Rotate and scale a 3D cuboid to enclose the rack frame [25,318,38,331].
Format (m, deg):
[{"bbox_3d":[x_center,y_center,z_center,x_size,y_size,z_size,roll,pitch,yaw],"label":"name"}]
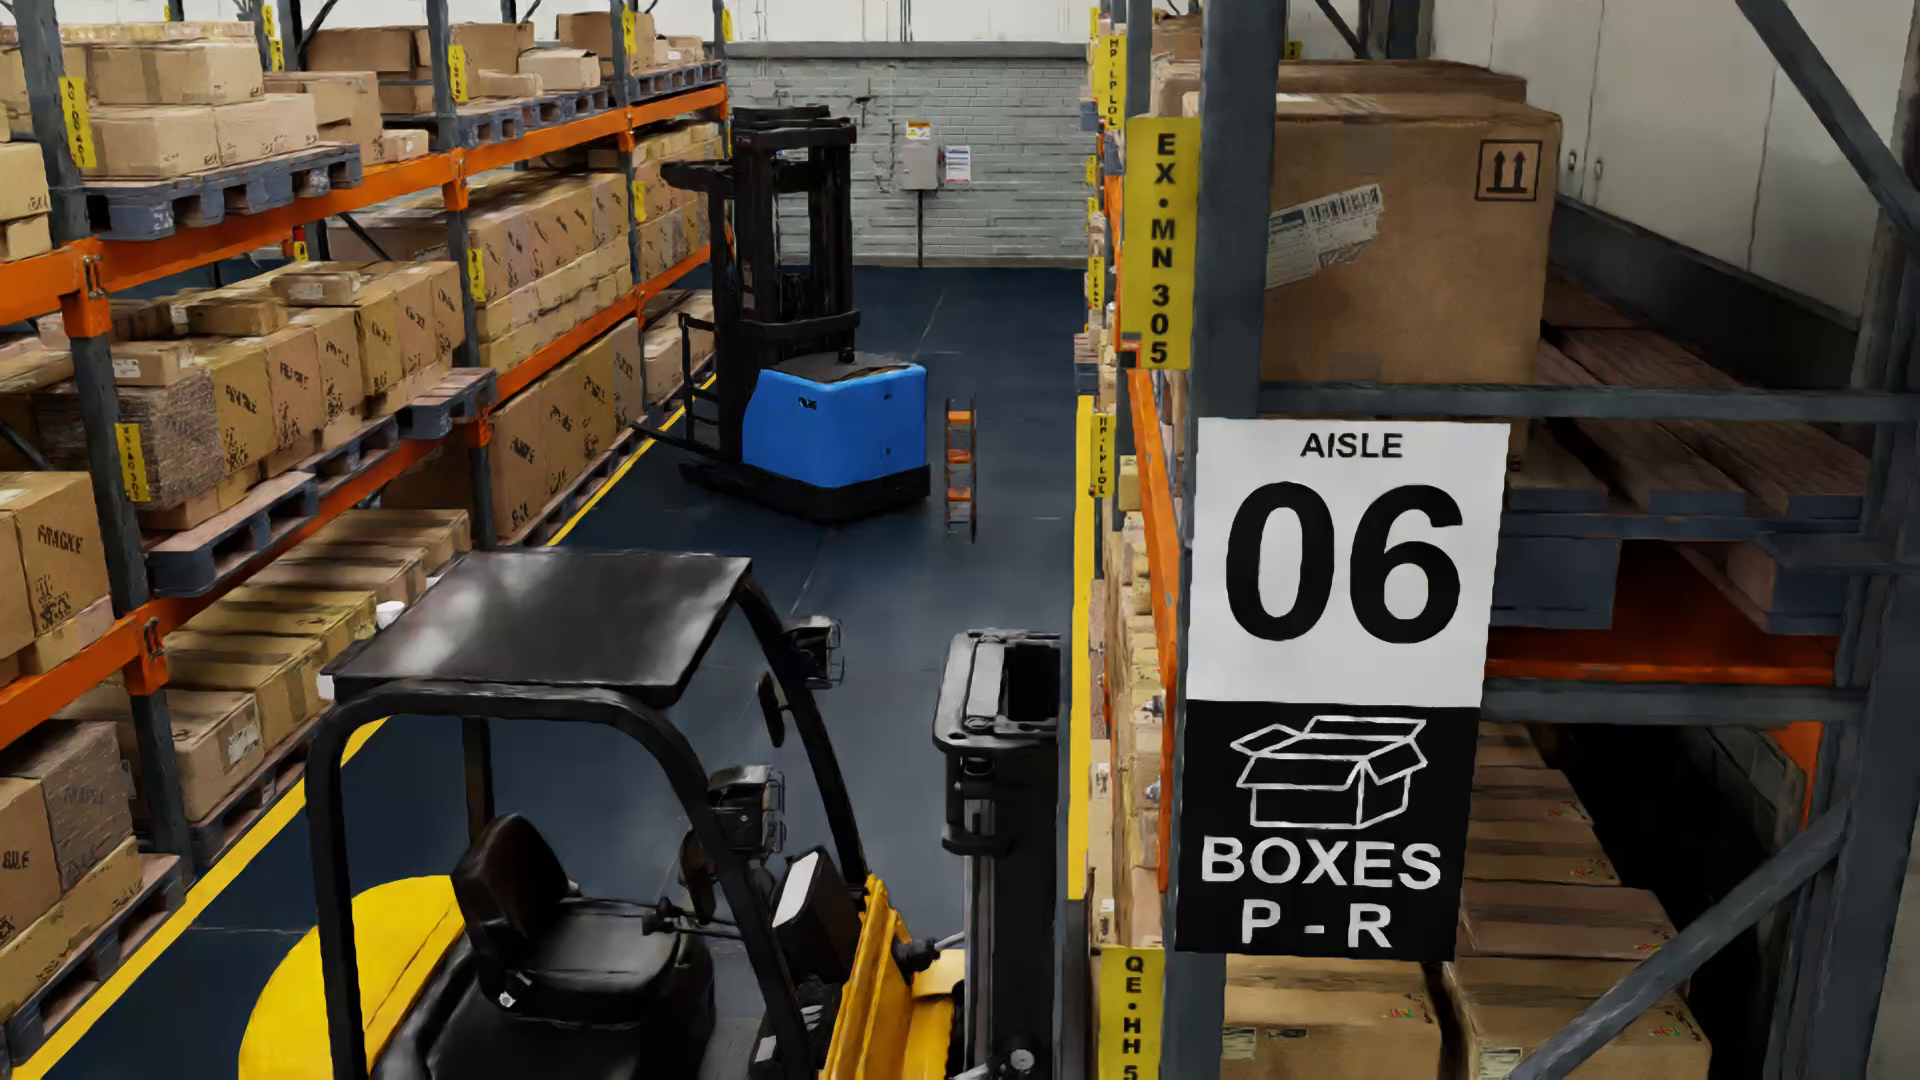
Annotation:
[{"bbox_3d":[-8.233,-2.473,14.652,1.000,3.000,0.127,1,18,4],"label":"rack frame"}]

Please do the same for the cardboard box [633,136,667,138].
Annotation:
[{"bbox_3d":[-2.965,-3.715,15.634,0.380,0.149,0.250,1,18,4],"label":"cardboard box"}]

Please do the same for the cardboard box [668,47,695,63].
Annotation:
[{"bbox_3d":[-2.894,-4.915,16.858,0.380,0.149,0.250,0,18,0],"label":"cardboard box"}]

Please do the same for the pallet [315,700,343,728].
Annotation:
[{"bbox_3d":[-3.723,0.794,9.160,1.003,0.211,1.213,1,18,4],"label":"pallet"}]

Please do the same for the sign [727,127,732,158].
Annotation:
[{"bbox_3d":[-2.461,-4.282,17.935,0.100,0.325,0.005,1,18,4],"label":"sign"}]

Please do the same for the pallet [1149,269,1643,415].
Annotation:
[{"bbox_3d":[0.964,-0.539,4.077,1.003,0.211,1.213,1,18,4],"label":"pallet"}]

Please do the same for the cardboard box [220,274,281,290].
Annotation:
[{"bbox_3d":[-3.869,-1.243,9.587,0.500,0.500,0.500,2,18,7],"label":"cardboard box"}]

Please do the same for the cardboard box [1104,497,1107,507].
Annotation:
[{"bbox_3d":[0.899,-0.284,7.410,0.500,0.250,0.500,1,18,2],"label":"cardboard box"}]

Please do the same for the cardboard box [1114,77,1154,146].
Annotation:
[{"bbox_3d":[0.953,-1.898,7.390,0.500,0.311,0.500,1,18,2],"label":"cardboard box"}]

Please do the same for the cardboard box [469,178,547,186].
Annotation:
[{"bbox_3d":[-3.616,-2.627,13.358,0.500,0.500,0.500,1,18,4],"label":"cardboard box"}]

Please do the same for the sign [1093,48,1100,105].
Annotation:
[{"bbox_3d":[0.835,-2.726,9.776,0.100,0.325,0.005,1,18,4],"label":"sign"}]

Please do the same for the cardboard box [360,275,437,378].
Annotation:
[{"bbox_3d":[-3.357,-1.232,9.552,0.500,0.500,0.500,1,18,3],"label":"cardboard box"}]

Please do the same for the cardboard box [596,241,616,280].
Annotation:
[{"bbox_3d":[-3.106,-2.262,13.448,0.500,0.250,0.500,2,18,5],"label":"cardboard box"}]

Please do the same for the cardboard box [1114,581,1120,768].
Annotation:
[{"bbox_3d":[0.776,0.447,5.580,0.500,0.500,0.500,2,18,5],"label":"cardboard box"}]

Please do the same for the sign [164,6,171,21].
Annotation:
[{"bbox_3d":[-8.488,-5.568,17.877,0.100,0.325,0.005,1,18,4],"label":"sign"}]

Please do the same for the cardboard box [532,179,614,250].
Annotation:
[{"bbox_3d":[-3.100,-2.611,13.308,0.500,0.500,0.500,2,18,5],"label":"cardboard box"}]

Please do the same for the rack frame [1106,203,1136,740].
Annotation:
[{"bbox_3d":[1.089,0.201,6.494,1.000,3.000,0.127,1,18,4],"label":"rack frame"}]

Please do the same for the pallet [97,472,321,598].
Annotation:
[{"bbox_3d":[-3.662,-0.052,7.573,1.003,0.211,1.213,1,18,4],"label":"pallet"}]

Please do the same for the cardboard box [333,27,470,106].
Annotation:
[{"bbox_3d":[-3.694,-3.136,11.023,0.700,0.500,0.500,0,18,1],"label":"cardboard box"}]

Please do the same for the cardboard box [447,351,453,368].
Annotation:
[{"bbox_3d":[-3.364,-1.124,10.267,0.380,0.149,0.250,2,18,6],"label":"cardboard box"}]

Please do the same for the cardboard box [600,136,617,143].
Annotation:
[{"bbox_3d":[-3.429,-3.723,15.660,0.380,0.149,0.250,1,18,3],"label":"cardboard box"}]

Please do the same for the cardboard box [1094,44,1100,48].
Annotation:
[{"bbox_3d":[1.203,-3.653,12.527,0.380,0.149,0.250,1,18,3],"label":"cardboard box"}]

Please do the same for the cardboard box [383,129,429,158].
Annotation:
[{"bbox_3d":[-3.388,-2.355,9.879,0.380,0.149,0.250,1,18,4],"label":"cardboard box"}]

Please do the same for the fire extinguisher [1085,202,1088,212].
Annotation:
[{"bbox_3d":[1.499,-3.368,18.109,0.296,0.674,0.183,1,18,4],"label":"fire extinguisher"}]

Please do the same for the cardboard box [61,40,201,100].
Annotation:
[{"bbox_3d":[-3.896,-2.201,7.768,0.500,0.250,0.500,2,18,5],"label":"cardboard box"}]

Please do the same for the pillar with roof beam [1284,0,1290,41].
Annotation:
[{"bbox_3d":[-1.682,-5.427,14.034,9.100,9.000,0.400,1,18,4],"label":"pillar with roof beam"}]

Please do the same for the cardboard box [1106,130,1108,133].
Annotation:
[{"bbox_3d":[1.171,-2.561,10.344,0.500,0.250,0.500,1,18,2],"label":"cardboard box"}]

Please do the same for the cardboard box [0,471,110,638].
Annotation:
[{"bbox_3d":[-3.646,0.046,6.328,0.500,0.500,0.500,1,18,3],"label":"cardboard box"}]

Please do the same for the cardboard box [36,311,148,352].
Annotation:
[{"bbox_3d":[-4.018,-0.968,7.707,0.380,0.149,0.250,1,18,2],"label":"cardboard box"}]

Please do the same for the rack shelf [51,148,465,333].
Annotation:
[{"bbox_3d":[-3.719,-1.614,8.369,1.077,0.370,4.000,1,18,4],"label":"rack shelf"}]

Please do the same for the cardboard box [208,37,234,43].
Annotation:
[{"bbox_3d":[-7.761,-4.999,16.983,0.500,0.250,0.500,1,18,2],"label":"cardboard box"}]

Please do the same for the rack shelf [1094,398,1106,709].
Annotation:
[{"bbox_3d":[1.233,-0.079,8.501,1.077,0.370,4.000,1,18,4],"label":"rack shelf"}]

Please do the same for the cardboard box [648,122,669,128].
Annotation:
[{"bbox_3d":[-3.251,-4.280,17.359,0.380,0.149,0.250,2,18,5],"label":"cardboard box"}]

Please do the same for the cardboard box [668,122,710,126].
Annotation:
[{"bbox_3d":[-2.822,-4.272,17.334,0.380,0.149,0.250,2,18,5],"label":"cardboard box"}]

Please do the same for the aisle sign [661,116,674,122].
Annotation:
[{"bbox_3d":[-3.286,-4.900,17.885,0.394,0.787,0.004,1,18,4],"label":"aisle sign"}]

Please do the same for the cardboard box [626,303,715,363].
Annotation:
[{"bbox_3d":[-3.007,-2.126,17.035,0.875,0.438,0.875,2,18,5],"label":"cardboard box"}]

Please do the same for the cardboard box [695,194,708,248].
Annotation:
[{"bbox_3d":[-2.850,-3.212,16.749,0.500,0.500,0.500,2,18,6],"label":"cardboard box"}]

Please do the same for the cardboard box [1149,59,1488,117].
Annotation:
[{"bbox_3d":[0.844,-0.918,4.090,0.797,0.503,0.637,2,18,6],"label":"cardboard box"}]

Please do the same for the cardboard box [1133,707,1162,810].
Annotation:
[{"bbox_3d":[0.596,0.512,3.864,0.380,0.149,0.250,2,18,5],"label":"cardboard box"}]

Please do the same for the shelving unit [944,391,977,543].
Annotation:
[{"bbox_3d":[0.004,-0.516,11.810,0.215,1.050,0.252,1,18,4],"label":"shelving unit"}]

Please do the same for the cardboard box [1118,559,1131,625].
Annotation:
[{"bbox_3d":[0.704,0.175,5.370,0.380,0.149,0.250,2,18,5],"label":"cardboard box"}]

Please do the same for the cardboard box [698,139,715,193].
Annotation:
[{"bbox_3d":[-2.807,-3.841,17.060,0.500,0.500,0.500,1,18,4],"label":"cardboard box"}]

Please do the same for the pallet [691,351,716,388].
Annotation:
[{"bbox_3d":[-3.071,-1.683,16.720,1.003,0.211,1.213,1,18,4],"label":"pallet"}]

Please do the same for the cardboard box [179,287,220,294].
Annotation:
[{"bbox_3d":[-8.323,-2.687,18.256,0.380,0.149,0.250,0,18,1],"label":"cardboard box"}]

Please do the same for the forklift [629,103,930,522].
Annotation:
[{"bbox_3d":[-1.604,-1.909,13.043,1.130,2.935,3.031,-16,24,-40],"label":"forklift"}]

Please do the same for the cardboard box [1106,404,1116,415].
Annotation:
[{"bbox_3d":[0.849,-0.506,7.448,0.380,0.149,0.250,1,18,2],"label":"cardboard box"}]

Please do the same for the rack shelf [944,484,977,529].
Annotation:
[{"bbox_3d":[0.004,-0.241,11.900,0.215,0.259,0.240,1,18,4],"label":"rack shelf"}]

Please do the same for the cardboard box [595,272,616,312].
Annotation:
[{"bbox_3d":[-3.107,-2.019,13.509,0.500,0.250,0.500,1,18,3],"label":"cardboard box"}]

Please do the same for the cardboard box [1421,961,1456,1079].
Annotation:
[{"bbox_3d":[1.040,0.910,3.128,0.380,0.149,0.250,1,18,4],"label":"cardboard box"}]

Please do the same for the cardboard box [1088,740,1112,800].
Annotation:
[{"bbox_3d":[0.742,0.976,6.264,0.500,0.250,0.500,1,18,3],"label":"cardboard box"}]

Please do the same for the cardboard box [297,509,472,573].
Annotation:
[{"bbox_3d":[-3.626,0.073,10.428,0.950,0.372,0.625,0,18,0],"label":"cardboard box"}]

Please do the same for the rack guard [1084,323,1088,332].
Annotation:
[{"bbox_3d":[1.944,-2.315,18.185,1.175,0.500,0.348,1,18,4],"label":"rack guard"}]

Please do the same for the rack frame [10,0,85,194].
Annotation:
[{"bbox_3d":[-3.862,-2.760,5.894,1.000,3.000,0.127,1,18,4],"label":"rack frame"}]

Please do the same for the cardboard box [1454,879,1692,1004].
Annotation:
[{"bbox_3d":[1.121,0.765,3.091,0.380,0.149,0.250,2,18,6],"label":"cardboard box"}]

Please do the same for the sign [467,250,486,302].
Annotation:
[{"bbox_3d":[-3.033,-1.655,10.424,0.100,0.325,0.005,1,18,4],"label":"sign"}]

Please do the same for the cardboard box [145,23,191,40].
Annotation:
[{"bbox_3d":[-7.800,-4.989,16.313,0.380,0.149,0.250,2,18,5],"label":"cardboard box"}]

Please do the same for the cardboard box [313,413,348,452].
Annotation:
[{"bbox_3d":[-3.386,-0.558,8.538,0.380,0.149,0.250,2,18,6],"label":"cardboard box"}]
